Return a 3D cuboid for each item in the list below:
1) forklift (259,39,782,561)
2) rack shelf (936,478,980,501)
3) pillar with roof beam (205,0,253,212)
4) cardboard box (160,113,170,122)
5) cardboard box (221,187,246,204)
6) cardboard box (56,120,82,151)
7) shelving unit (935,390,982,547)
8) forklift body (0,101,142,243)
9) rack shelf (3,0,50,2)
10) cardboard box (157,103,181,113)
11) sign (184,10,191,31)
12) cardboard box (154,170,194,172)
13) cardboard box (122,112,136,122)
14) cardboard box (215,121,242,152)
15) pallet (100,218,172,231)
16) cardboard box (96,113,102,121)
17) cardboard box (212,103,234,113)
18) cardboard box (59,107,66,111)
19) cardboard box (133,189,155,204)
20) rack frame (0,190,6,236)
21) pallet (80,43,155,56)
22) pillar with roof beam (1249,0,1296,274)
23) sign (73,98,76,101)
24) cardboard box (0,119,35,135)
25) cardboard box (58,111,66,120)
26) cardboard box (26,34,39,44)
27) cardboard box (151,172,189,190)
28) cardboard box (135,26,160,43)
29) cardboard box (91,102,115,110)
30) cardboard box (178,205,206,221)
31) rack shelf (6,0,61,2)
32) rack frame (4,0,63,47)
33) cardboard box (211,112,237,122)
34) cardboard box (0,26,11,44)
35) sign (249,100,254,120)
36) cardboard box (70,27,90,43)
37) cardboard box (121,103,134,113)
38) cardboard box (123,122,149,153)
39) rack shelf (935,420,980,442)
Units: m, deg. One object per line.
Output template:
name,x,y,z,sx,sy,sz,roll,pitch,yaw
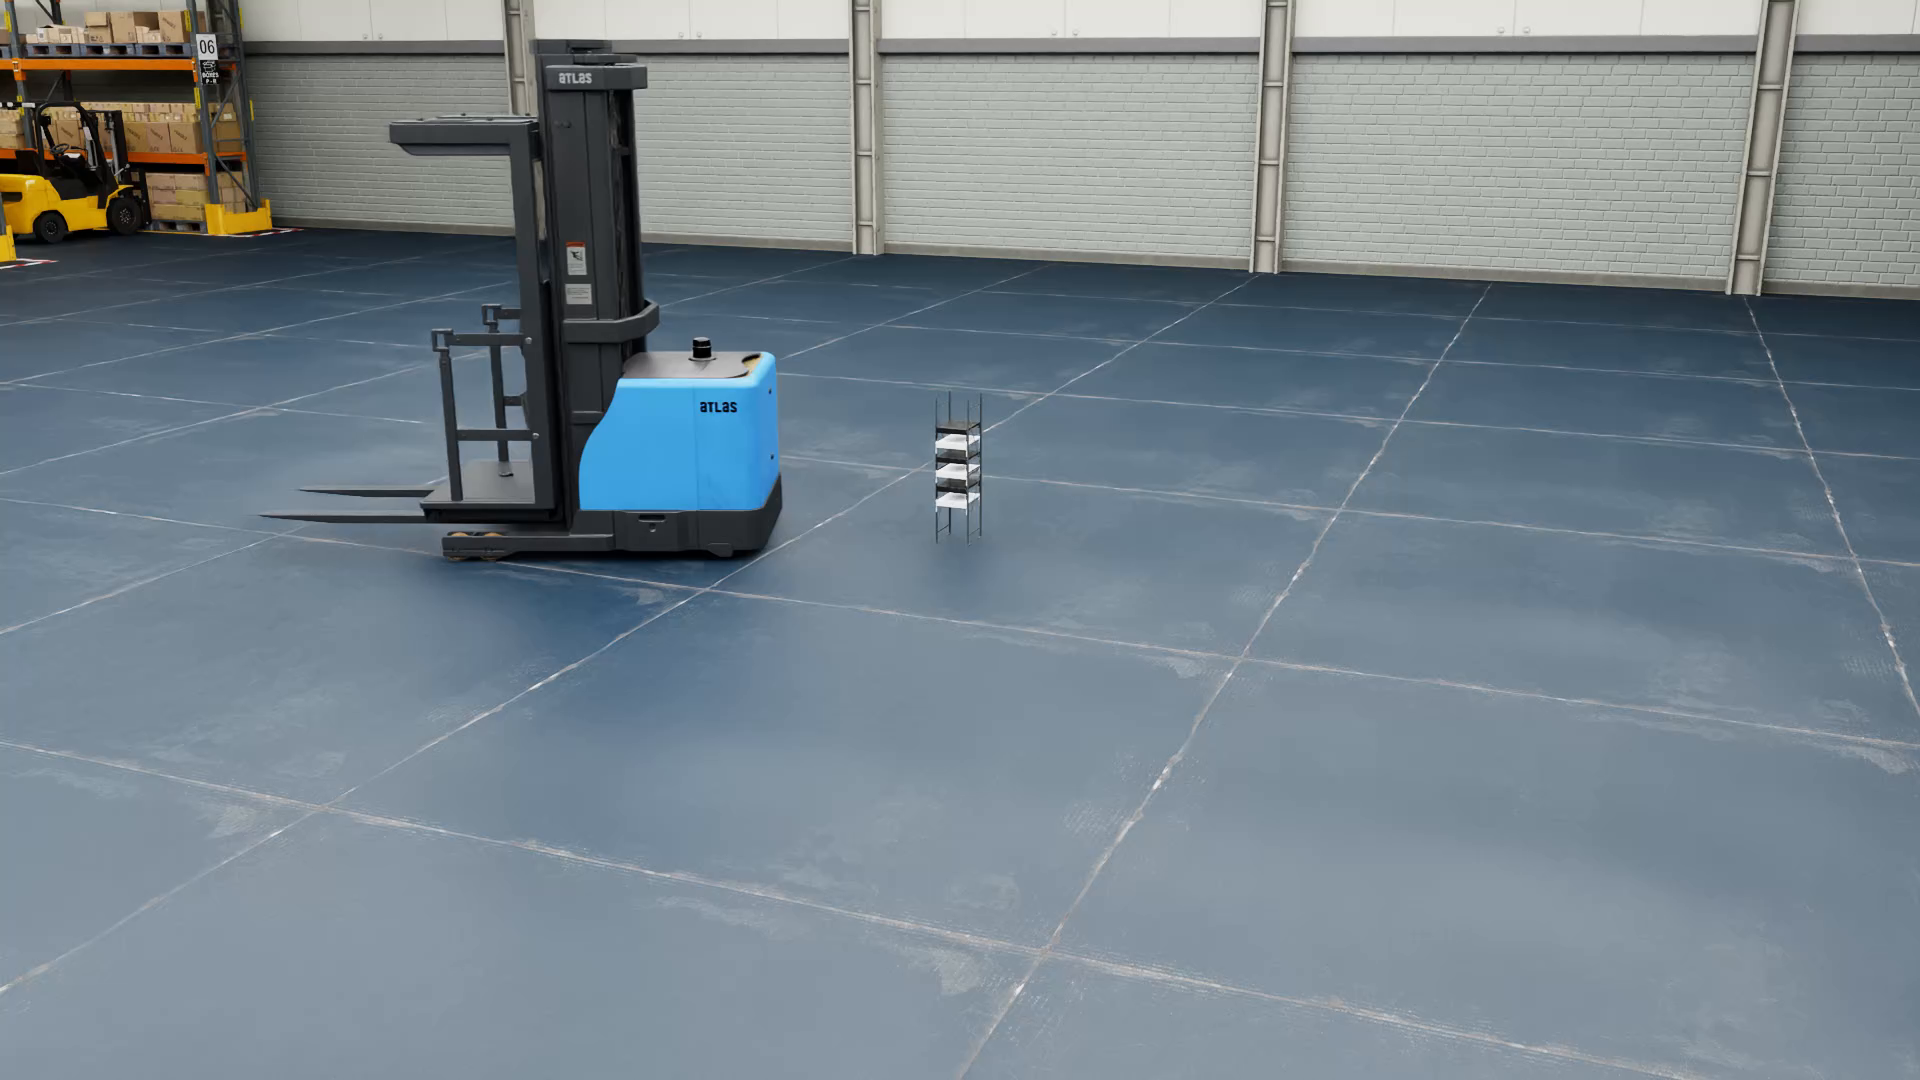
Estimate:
forklift,-2.654,-1.429,9.840,3.031,2.935,1.130,0,16,1
rack shelf,-0.008,-0.315,10.085,0.200,0.077,0.258,6,17,21
pillar with roof beam,-14.115,-8.745,24.156,0.400,9.000,9.100,6,17,21
cardboard box,-13.111,-7.059,27.765,0.250,0.149,0.380,7,17,22
cardboard box,-12.580,-5.899,28.394,0.500,0.250,0.500,7,17,22
cardboard box,-15.132,-6.970,28.625,0.500,0.500,0.500,7,17,22
shelving unit,-0.008,-0.433,10.051,0.210,0.900,0.258,6,17,21
forklift body,-14.652,-5.989,26.944,1.214,2.155,2.313,6,17,21
rack shelf,-17.800,-9.633,29.221,4.000,0.370,1.077,6,17,21
cardboard box,-13.123,-7.197,27.707,0.250,0.149,0.380,7,17,22
sign,-12.431,-8.364,26.777,0.005,0.325,0.100,6,17,21
cardboard box,-13.524,-6.239,28.670,0.500,0.250,0.500,6,17,20
cardboard box,-13.846,-7.123,27.985,0.250,0.149,0.380,6,17,21
cardboard box,-12.578,-6.846,28.196,0.500,0.500,0.500,7,18,22
pallet,-14.076,-5.529,28.840,1.213,0.211,1.003,6,17,21
cardboard box,-14.559,-7.205,28.268,0.250,0.149,0.380,6,17,19
cardboard box,-12.453,-7.268,27.951,0.250,0.149,0.380,6,17,20
cardboard box,-15.235,-7.450,28.580,0.250,0.149,0.380,6,17,20
cardboard box,-13.737,-5.867,28.284,0.500,0.250,0.500,6,17,19
rack frame,-14.036,-5.388,23.352,0.127,3.000,1.000,6,17,21
pallet,-14.006,-8.277,28.082,1.213,0.211,1.003,6,17,21
pillar with roof beam,2.629,-6.904,17.813,0.400,9.000,9.100,6,17,21
sign,-15.737,-7.682,29.561,0.005,0.325,0.100,6,17,21
cardboard box,-16.490,-7.237,29.093,0.500,0.250,0.500,6,17,19
cardboard box,-15.246,-7.298,28.588,0.250,0.149,0.380,6,17,21
cardboard box,-15.634,-8.529,28.312,0.250,0.149,0.380,7,17,22
cardboard box,-13.239,-6.054,28.031,0.500,0.250,0.500,7,17,22
cardboard box,-13.337,-8.333,27.425,0.258,0.266,0.396,6,17,21
cardboard box,-14.524,-7.366,28.291,0.250,0.149,0.380,6,17,20
cardboard box,-12.772,-5.523,27.995,0.500,0.250,0.500,6,17,21
rack shelf,-14.079,-9.223,27.812,4.000,0.370,1.077,6,17,21
rack frame,-15.940,-9.966,28.360,0.127,3.000,1.000,6,17,21
cardboard box,-12.439,-7.137,28.034,0.250,0.149,0.380,6,17,19
cardboard box,-16.702,-8.743,28.756,0.500,0.311,0.500,6,17,19
sign,-12.009,-7.272,28.149,0.005,0.325,0.100,6,17,21
cardboard box,-14.670,-8.480,27.931,0.258,0.266,0.396,6,17,19
cardboard box,-13.853,-7.264,27.940,0.250,0.149,0.380,7,17,22
cardboard box,-13.729,-6.813,28.084,0.500,0.500,0.500,6,17,20
rack shelf,-0.008,-0.660,9.985,0.200,0.077,0.258,6,17,21
